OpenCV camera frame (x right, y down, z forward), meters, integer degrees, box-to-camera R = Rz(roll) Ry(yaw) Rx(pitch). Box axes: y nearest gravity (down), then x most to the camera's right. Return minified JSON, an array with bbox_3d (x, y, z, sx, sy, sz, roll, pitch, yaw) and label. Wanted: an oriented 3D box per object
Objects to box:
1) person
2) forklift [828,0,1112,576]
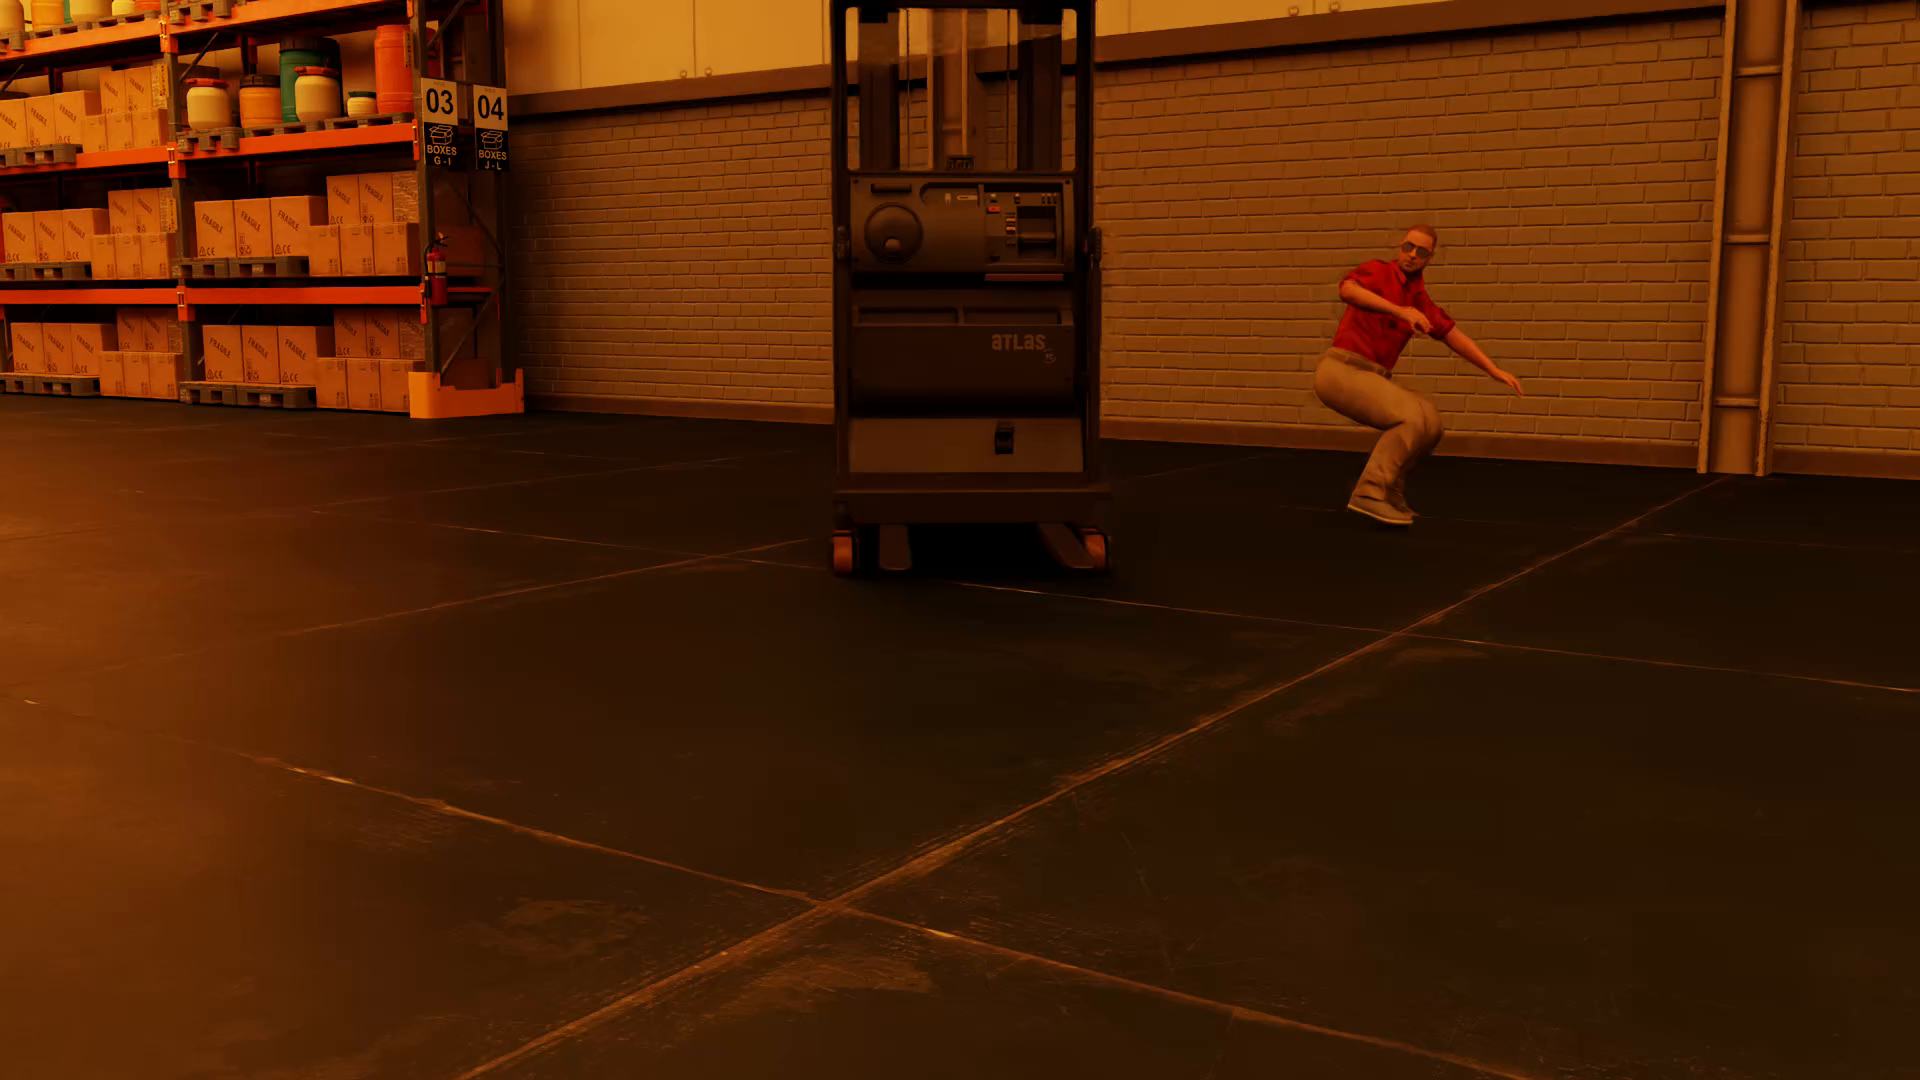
[{"bbox_3d":[2.195,-0.779,8.089,0.896,1.498,0.794,5,10,33],"label":"person"},{"bbox_3d":[0.023,-1.351,6.695,1.130,2.935,3.031,0,8,-3],"label":"forklift"}]
